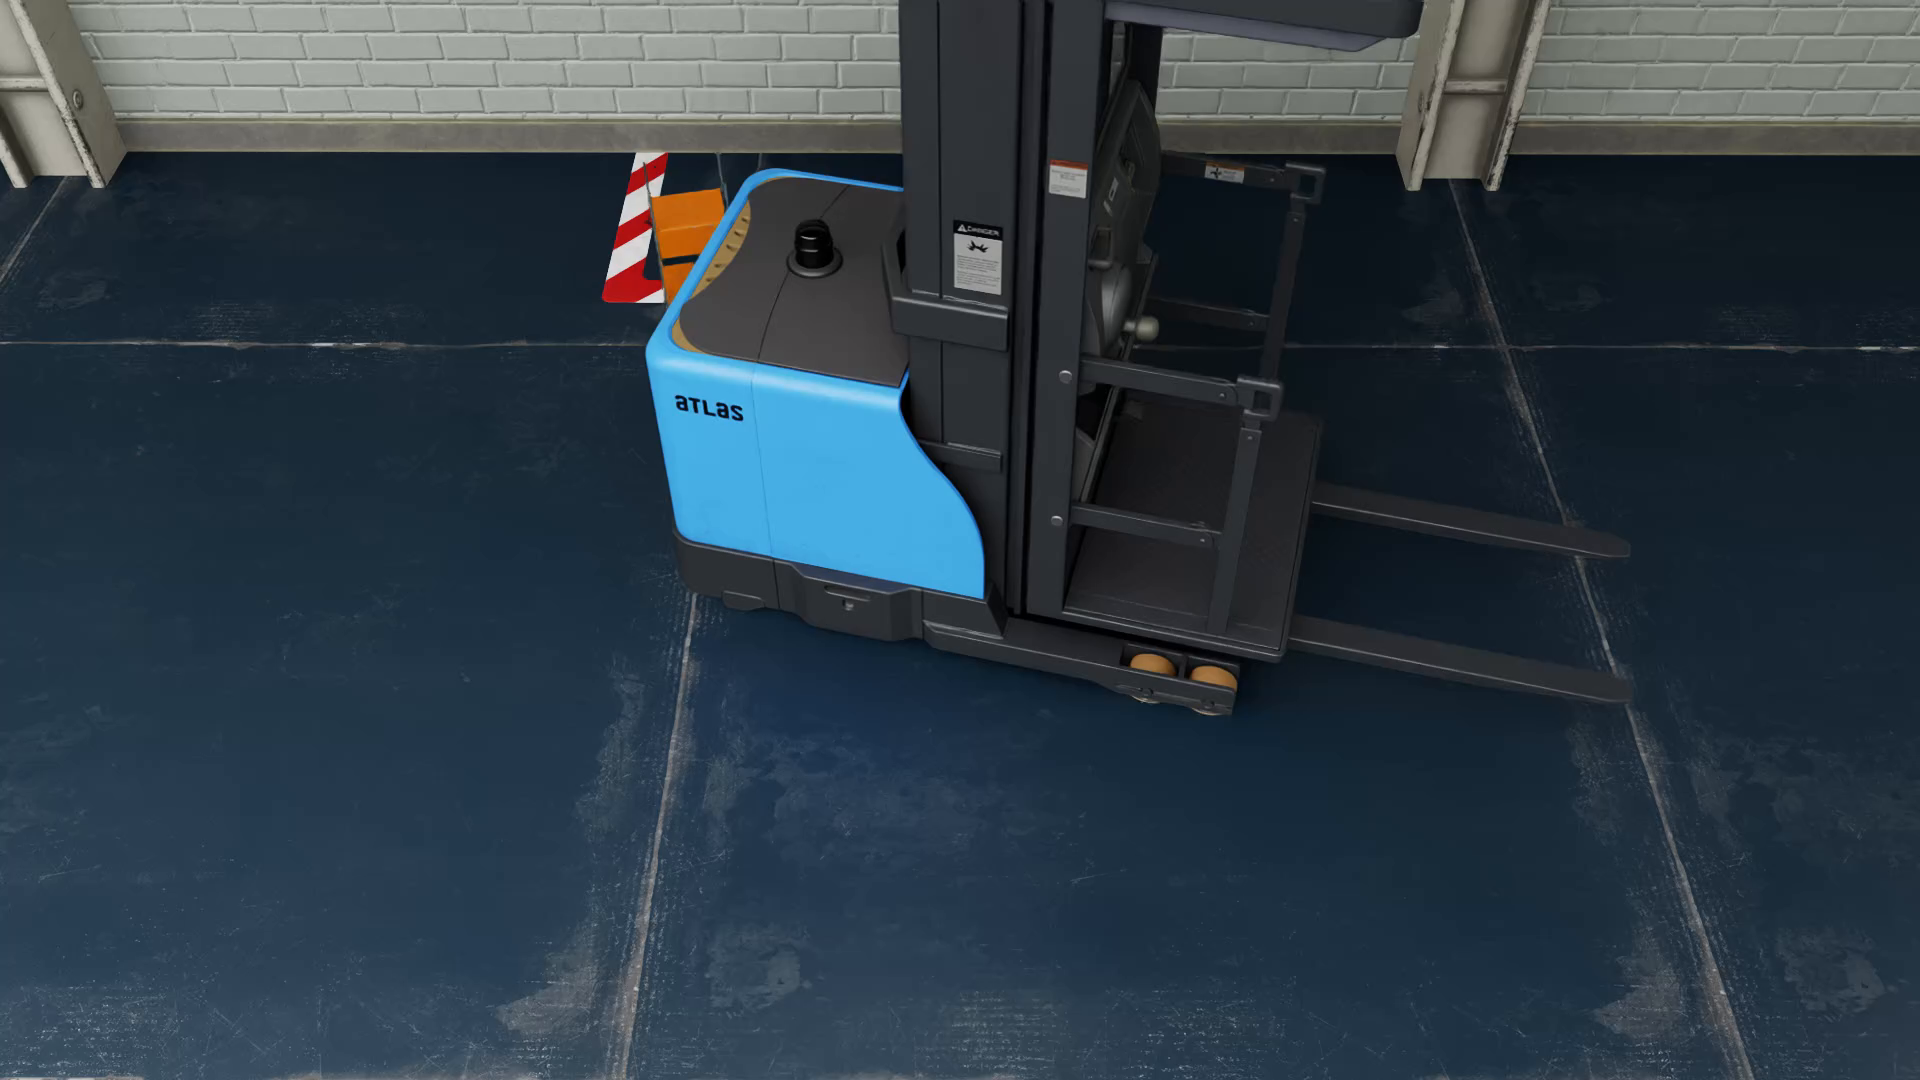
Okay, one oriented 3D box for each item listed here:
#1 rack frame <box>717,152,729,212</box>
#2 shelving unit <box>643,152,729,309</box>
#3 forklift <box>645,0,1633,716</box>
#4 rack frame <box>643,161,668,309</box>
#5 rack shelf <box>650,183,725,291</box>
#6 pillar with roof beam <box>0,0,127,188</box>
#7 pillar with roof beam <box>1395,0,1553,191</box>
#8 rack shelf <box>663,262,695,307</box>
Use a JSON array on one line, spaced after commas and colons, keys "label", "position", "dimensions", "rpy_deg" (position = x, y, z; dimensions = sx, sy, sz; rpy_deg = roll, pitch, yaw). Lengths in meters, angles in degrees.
[{"label": "rack frame", "position": [-0.778, -0.850, 5.820], "dimensions": [0.008, 1.050, 0.200], "rpy_deg": [-9, 46, -9]}, {"label": "shelving unit", "position": [-0.897, -0.830, 5.802], "dimensions": [0.252, 1.050, 0.215], "rpy_deg": [-9, 46, -9]}, {"label": "forklift", "position": [0.641, -0.880, 4.567], "dimensions": [3.031, 2.935, 1.130], "rpy_deg": [11, 48, 10]}, {"label": "rack frame", "position": [-1.016, -0.810, 5.783], "dimensions": [0.008, 1.050, 0.200], "rpy_deg": [-9, 46, -9]}, {"label": "rack shelf", "position": [-0.899, -1.021, 5.606], "dimensions": [0.240, 0.259, 0.215], "rpy_deg": [-9, 46, -9]}, {"label": "pillar with roof beam", "position": [-3.896, -1.546, 1.042], "dimensions": [0.400, 9.000, 9.100], "rpy_deg": [0, 47, 0]}, {"label": "pillar with roof beam", "position": [2.104, -1.530, 1.026], "dimensions": [0.400, 9.000, 9.100], "rpy_deg": [0, 47, 0]}, {"label": "rack shelf", "position": [-0.897, -0.823, 5.809], "dimensions": [0.240, 0.259, 0.215], "rpy_deg": [-9, 46, -9]}]
